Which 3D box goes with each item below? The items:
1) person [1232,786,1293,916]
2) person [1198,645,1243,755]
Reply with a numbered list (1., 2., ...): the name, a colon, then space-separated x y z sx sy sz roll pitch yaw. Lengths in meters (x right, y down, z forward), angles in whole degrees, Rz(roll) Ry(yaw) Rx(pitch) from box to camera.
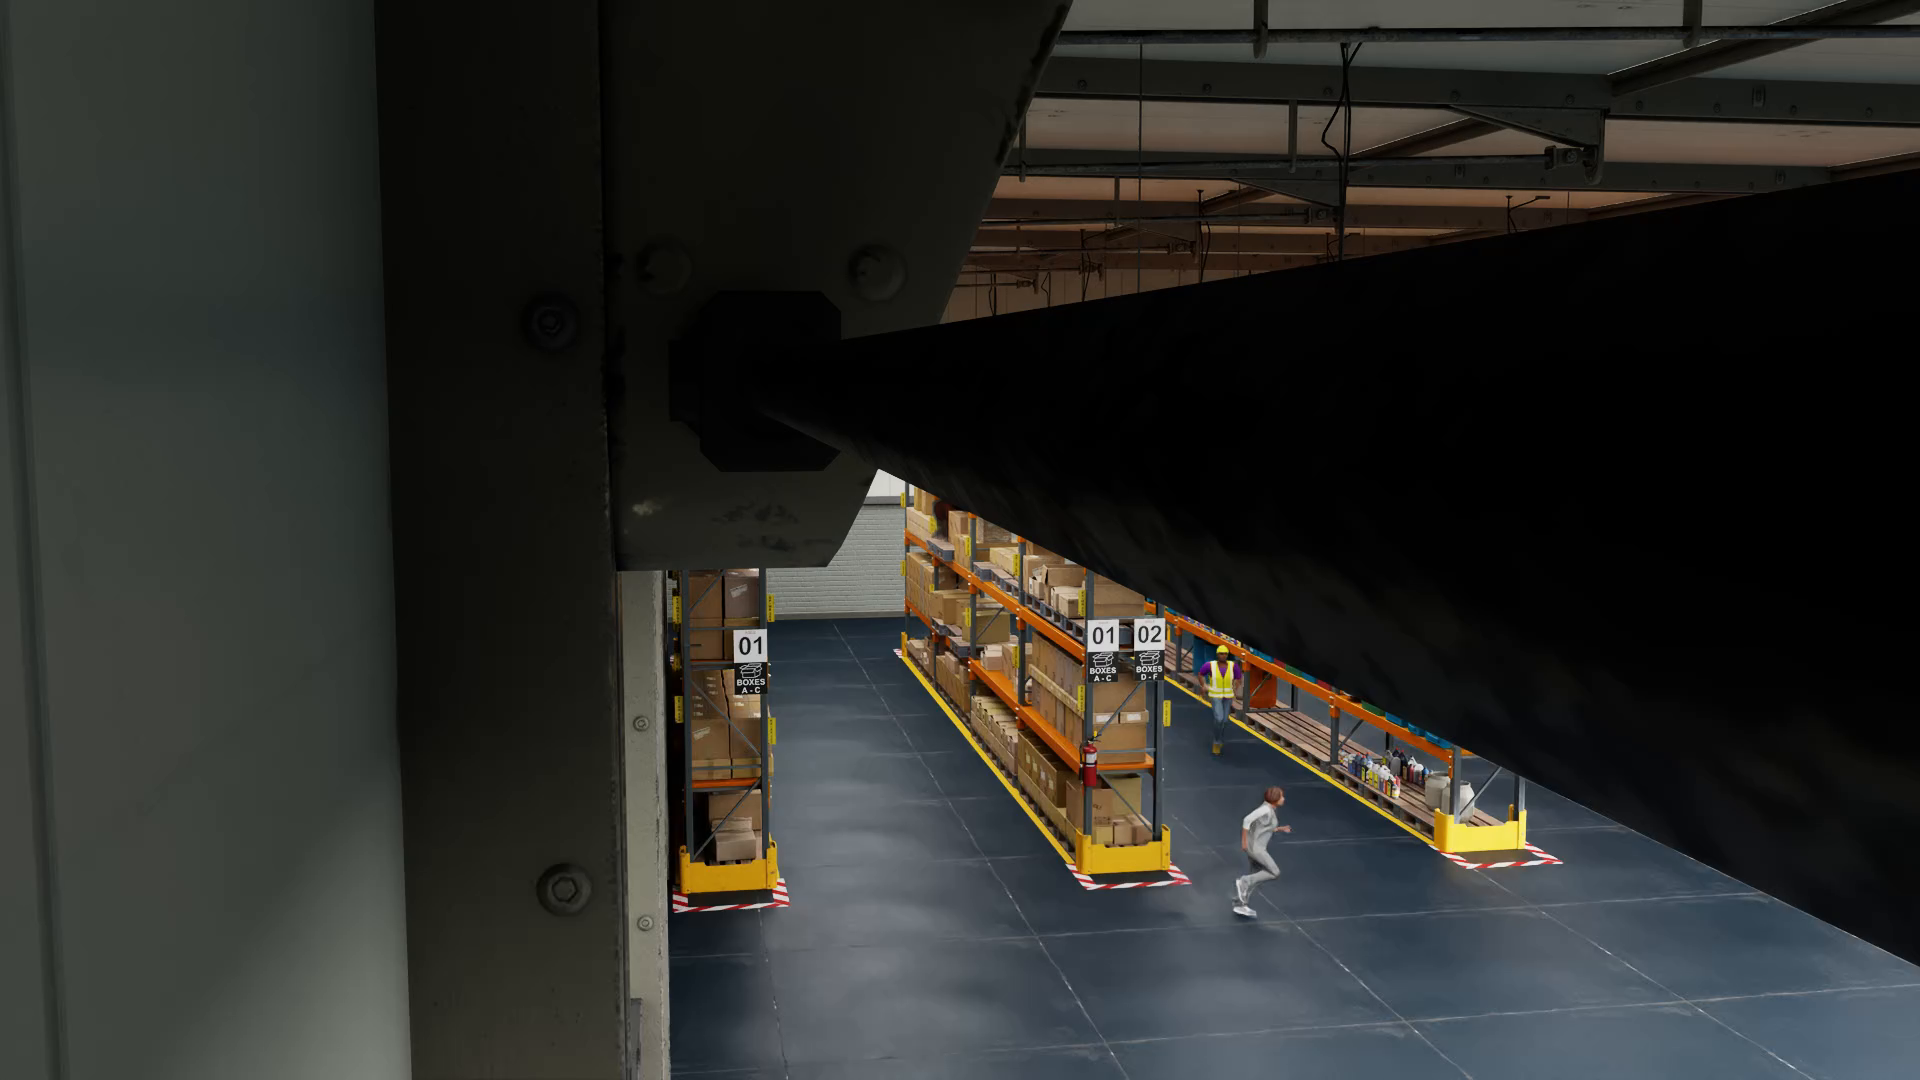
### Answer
1. person: 3.497 3.592 19.194 0.680 1.529 0.525 1 6 10
2. person: 4.319 2.630 27.397 0.679 1.821 0.761 -1 6 -9
